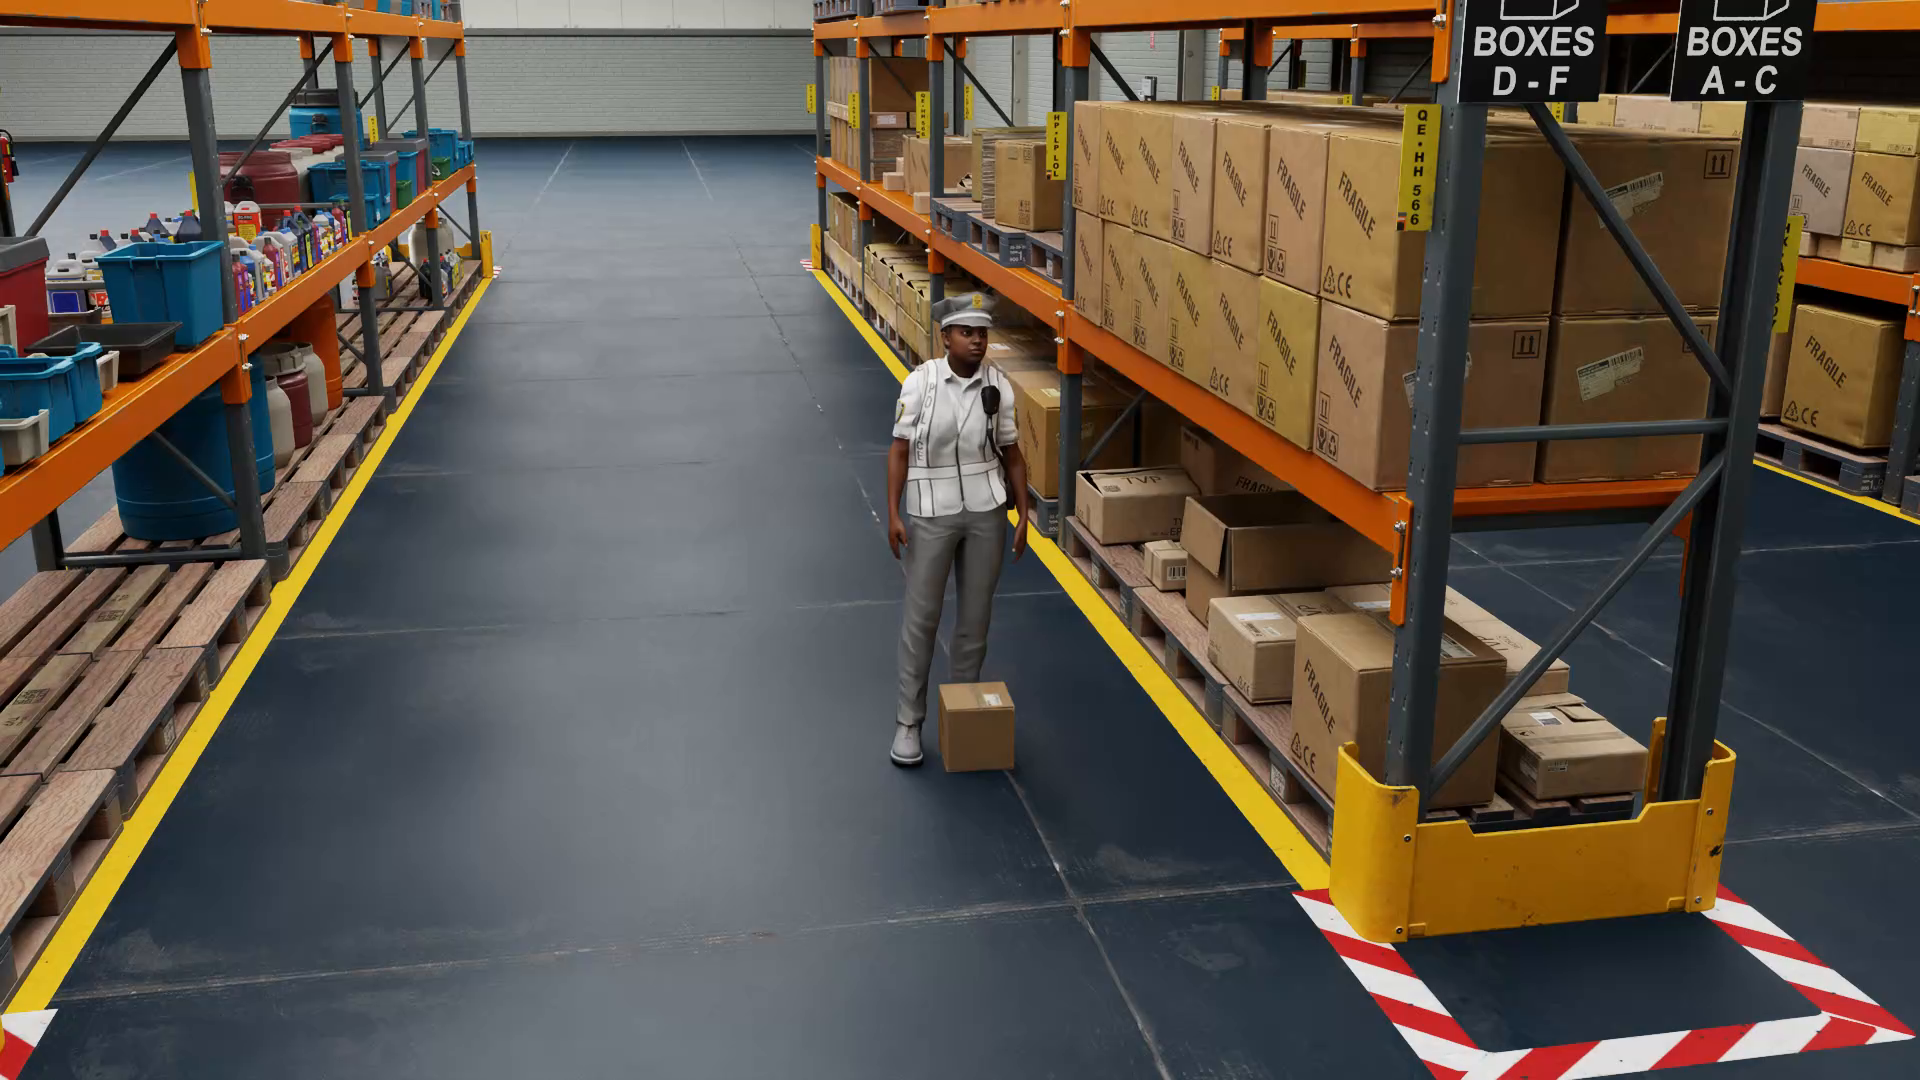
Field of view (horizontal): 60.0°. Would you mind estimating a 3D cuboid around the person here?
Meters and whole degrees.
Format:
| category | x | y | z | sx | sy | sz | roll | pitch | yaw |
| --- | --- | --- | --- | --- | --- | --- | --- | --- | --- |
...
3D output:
| category | x | y | z | sx | sy | sz | roll | pitch | yaw |
| --- | --- | --- | --- | --- | --- | --- | --- | --- | --- |
| person | -0.011 | -0.062 | 6.158 | 0.569 | 1.695 | 0.530 | -3 | 17 | -10 |
